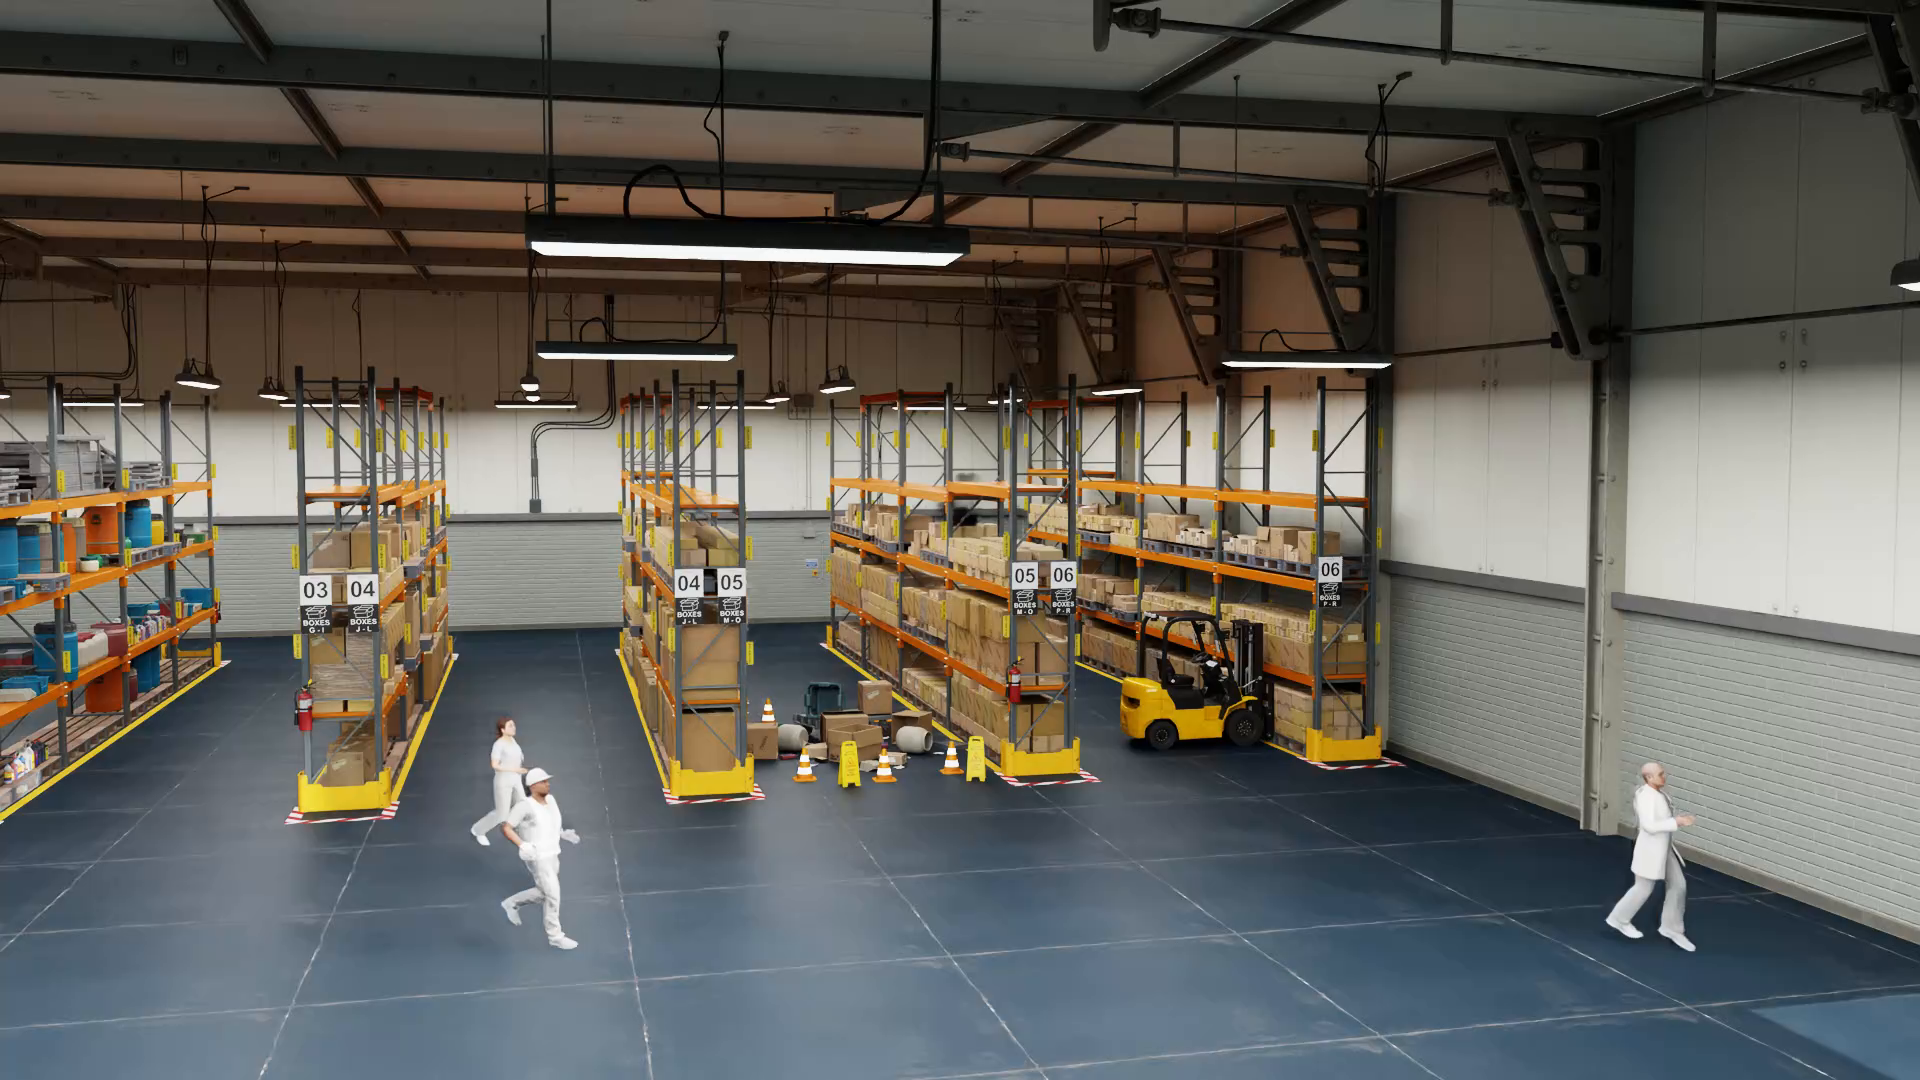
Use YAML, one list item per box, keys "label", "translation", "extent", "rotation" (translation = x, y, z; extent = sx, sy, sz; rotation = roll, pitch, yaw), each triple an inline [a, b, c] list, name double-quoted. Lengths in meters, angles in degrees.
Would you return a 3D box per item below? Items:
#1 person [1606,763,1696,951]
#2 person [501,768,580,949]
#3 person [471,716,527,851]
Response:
- label: "person"
  translation: [6.860, 3.116, 16.487]
  extent: [0.832, 1.831, 0.685]
  rotation: [3, 5, 42]
- label: "person"
  translation: [-4.201, 3.144, 16.499]
  extent: [0.879, 1.776, 0.681]
  rotation: [1, 4, 16]
- label: "person"
  translation: [-5.492, 2.966, 20.089]
  extent: [0.934, 1.687, 0.584]
  rotation: [1, 4, 19]
